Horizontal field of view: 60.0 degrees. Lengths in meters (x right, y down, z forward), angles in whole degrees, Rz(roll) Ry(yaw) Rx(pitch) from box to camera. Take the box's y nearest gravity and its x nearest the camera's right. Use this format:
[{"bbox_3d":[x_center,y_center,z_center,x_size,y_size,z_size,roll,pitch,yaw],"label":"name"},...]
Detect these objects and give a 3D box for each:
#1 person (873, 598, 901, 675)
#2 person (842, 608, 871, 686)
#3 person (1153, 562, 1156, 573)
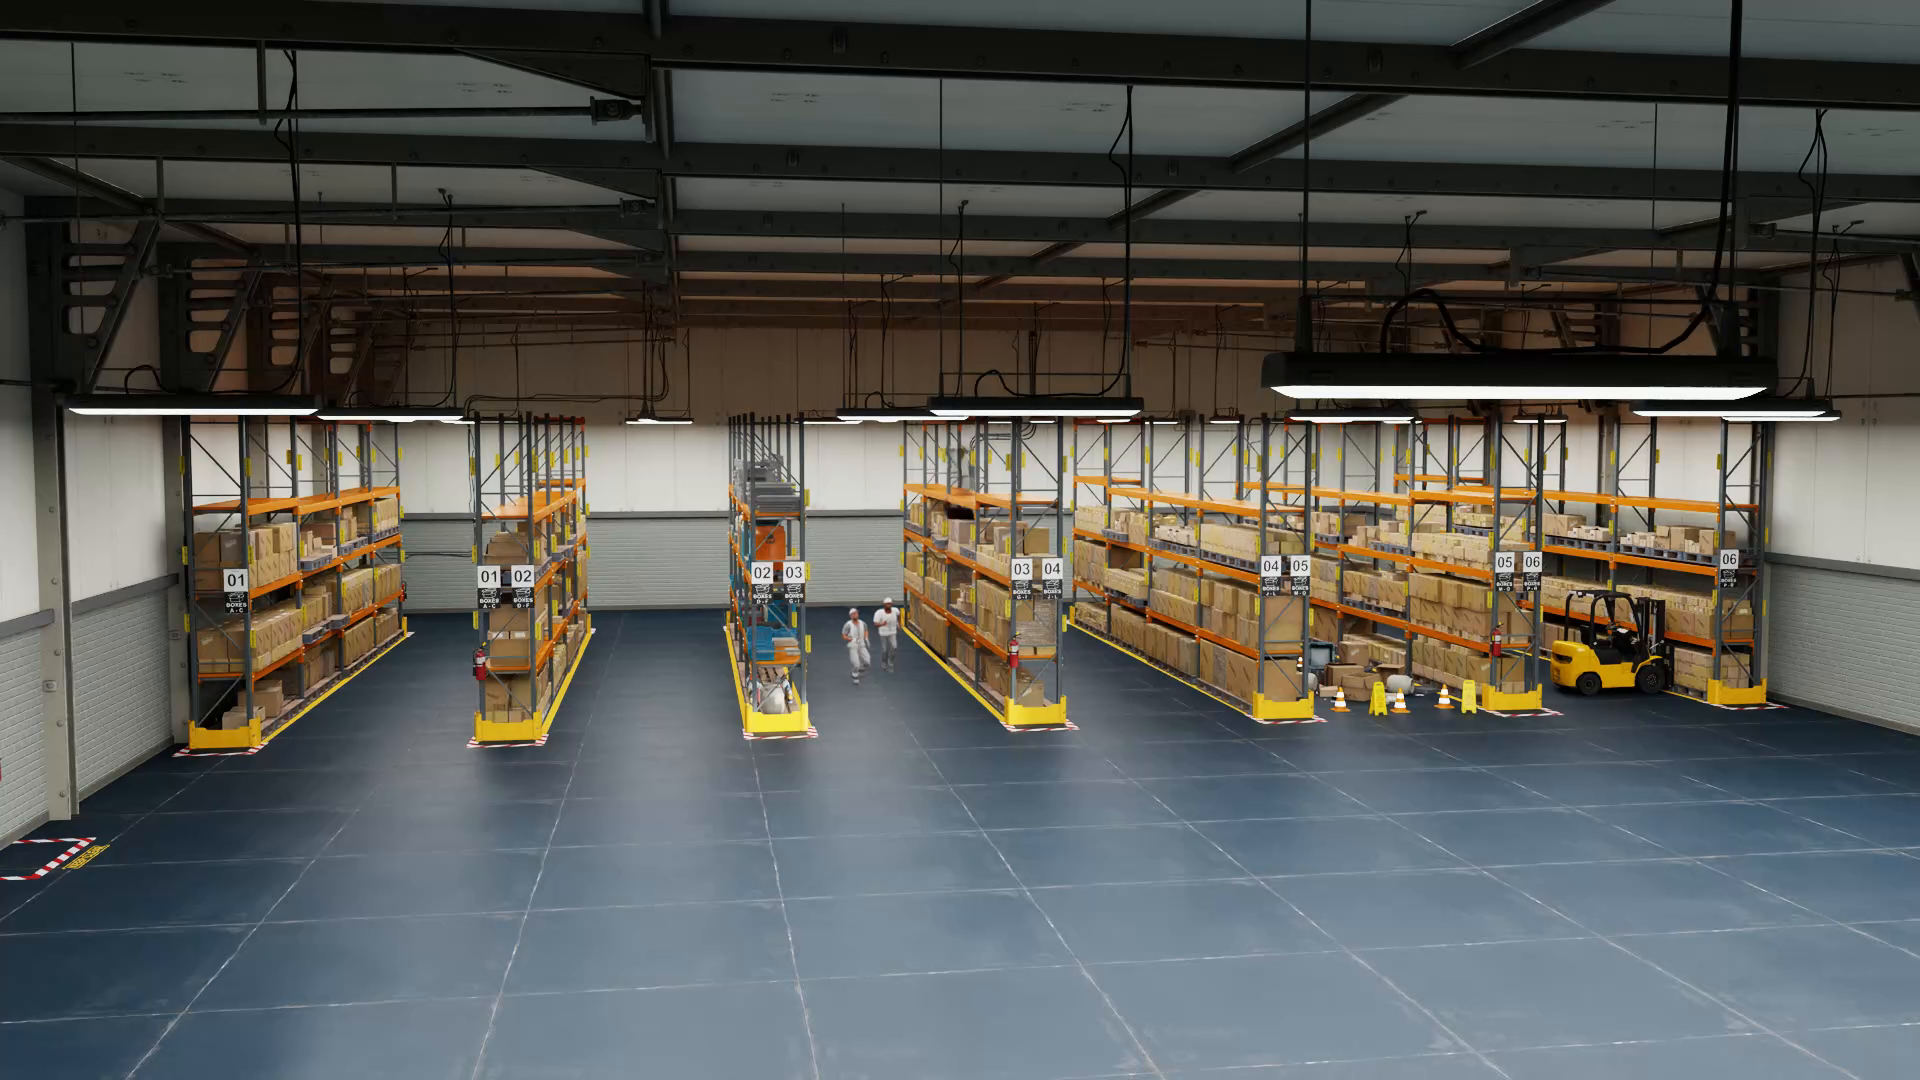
[{"bbox_3d":[-1.684,2.221,38.695,0.727,1.793,0.839,-1,4,-18],"label":"person"},{"bbox_3d":[-2.256,2.370,36.654,0.695,1.724,0.527,-2,4,-28],"label":"person"},{"bbox_3d":[5.609,1.585,48.334,0.728,1.760,1.002,-2,5,-31],"label":"person"}]
